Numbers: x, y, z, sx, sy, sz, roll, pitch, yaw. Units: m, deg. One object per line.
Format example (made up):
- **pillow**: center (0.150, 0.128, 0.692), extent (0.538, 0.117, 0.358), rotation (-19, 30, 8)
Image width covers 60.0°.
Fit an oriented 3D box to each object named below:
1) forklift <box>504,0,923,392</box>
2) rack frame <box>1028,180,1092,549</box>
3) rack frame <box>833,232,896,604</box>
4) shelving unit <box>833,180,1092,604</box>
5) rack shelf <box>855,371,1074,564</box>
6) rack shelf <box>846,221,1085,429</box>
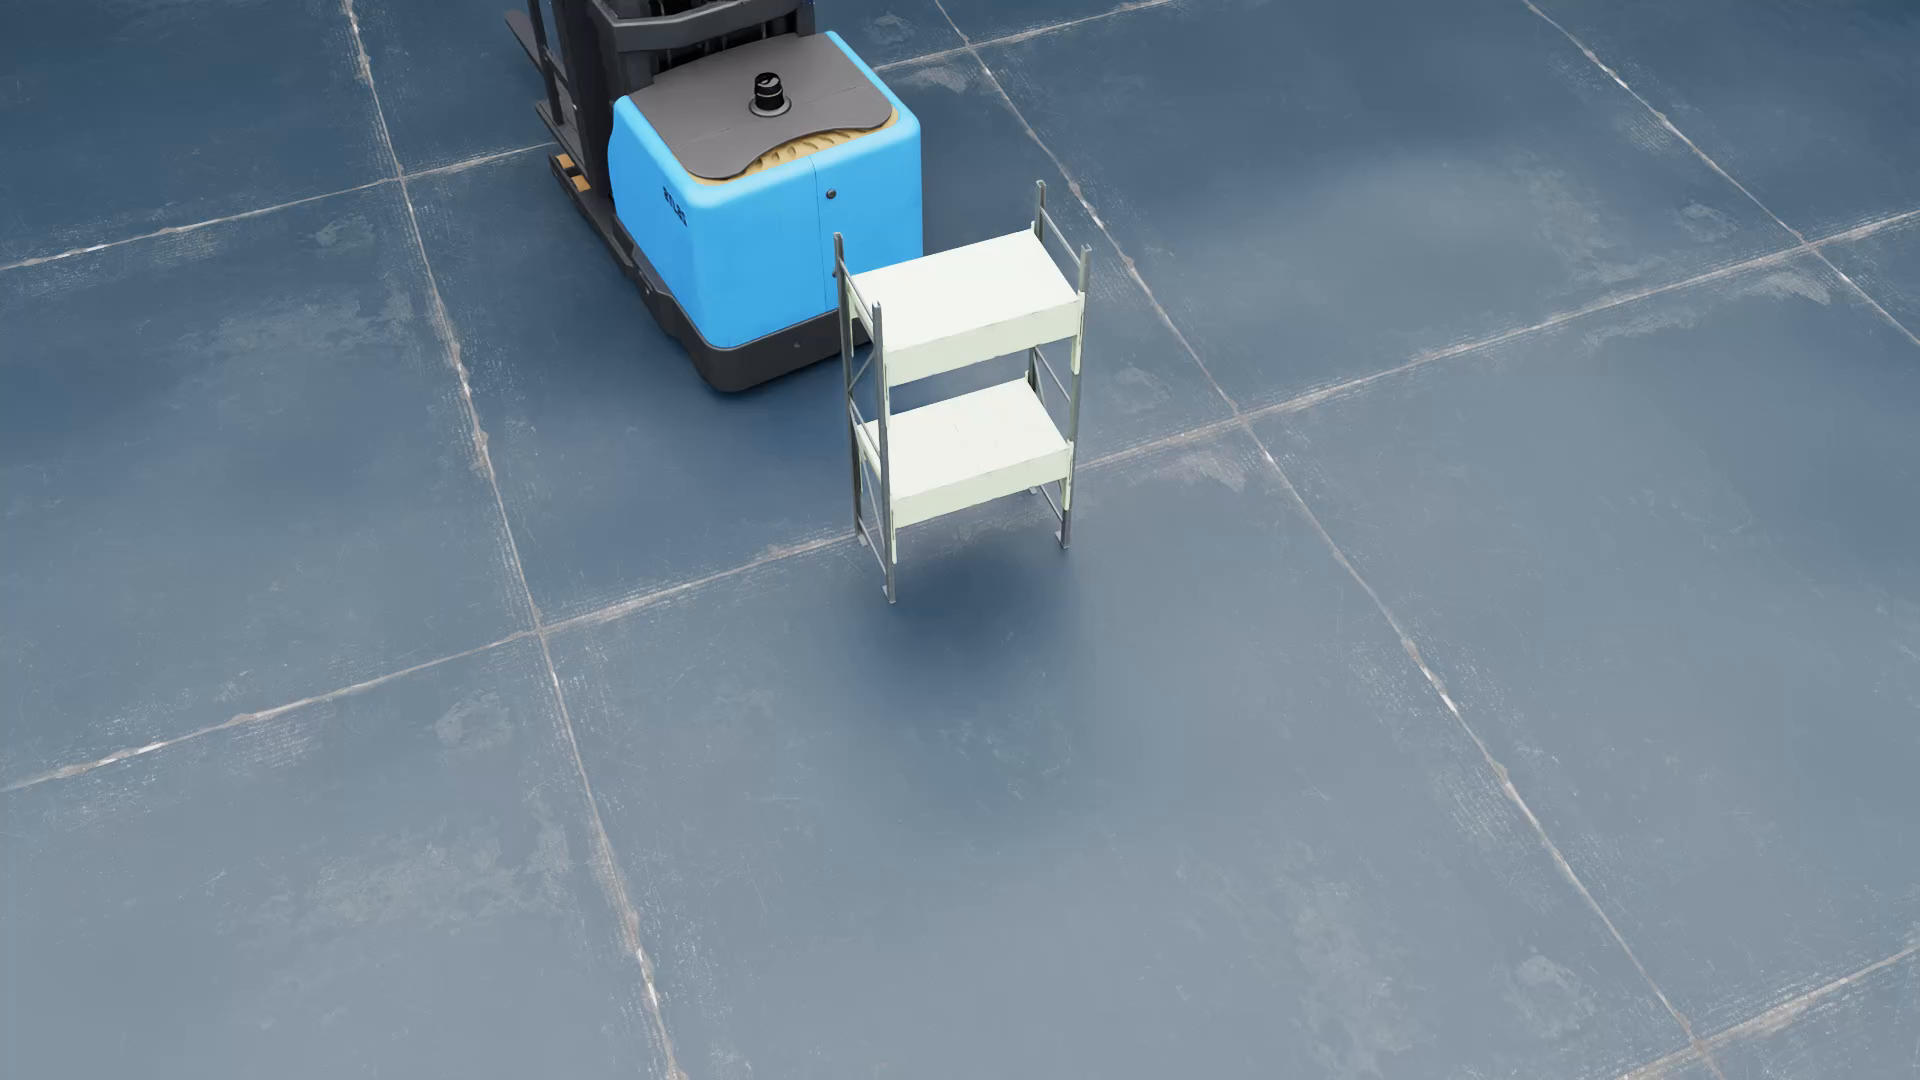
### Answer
- **forklift**: center (-1.320, -2.696, 6.974), extent (1.130, 2.935, 3.031), rotation (-24, 53, -19)
- **rack frame**: center (0.345, -0.596, 6.114), extent (0.023, 1.500, 0.400), rotation (-17, 52, -14)
- **rack frame**: center (-0.333, -0.386, 5.933), extent (0.023, 1.500, 0.400), rotation (-17, 52, -14)
- **shelving unit**: center (0.006, -0.491, 6.023), extent (0.755, 1.500, 0.431), rotation (-17, 52, -14)
- **rack shelf**: center (0.006, -0.278, 6.271), extent (0.720, 0.370, 0.431), rotation (-17, 52, -14)
- **rack shelf**: center (0.006, -0.745, 5.727), extent (0.720, 0.370, 0.431), rotation (-17, 52, -14)
